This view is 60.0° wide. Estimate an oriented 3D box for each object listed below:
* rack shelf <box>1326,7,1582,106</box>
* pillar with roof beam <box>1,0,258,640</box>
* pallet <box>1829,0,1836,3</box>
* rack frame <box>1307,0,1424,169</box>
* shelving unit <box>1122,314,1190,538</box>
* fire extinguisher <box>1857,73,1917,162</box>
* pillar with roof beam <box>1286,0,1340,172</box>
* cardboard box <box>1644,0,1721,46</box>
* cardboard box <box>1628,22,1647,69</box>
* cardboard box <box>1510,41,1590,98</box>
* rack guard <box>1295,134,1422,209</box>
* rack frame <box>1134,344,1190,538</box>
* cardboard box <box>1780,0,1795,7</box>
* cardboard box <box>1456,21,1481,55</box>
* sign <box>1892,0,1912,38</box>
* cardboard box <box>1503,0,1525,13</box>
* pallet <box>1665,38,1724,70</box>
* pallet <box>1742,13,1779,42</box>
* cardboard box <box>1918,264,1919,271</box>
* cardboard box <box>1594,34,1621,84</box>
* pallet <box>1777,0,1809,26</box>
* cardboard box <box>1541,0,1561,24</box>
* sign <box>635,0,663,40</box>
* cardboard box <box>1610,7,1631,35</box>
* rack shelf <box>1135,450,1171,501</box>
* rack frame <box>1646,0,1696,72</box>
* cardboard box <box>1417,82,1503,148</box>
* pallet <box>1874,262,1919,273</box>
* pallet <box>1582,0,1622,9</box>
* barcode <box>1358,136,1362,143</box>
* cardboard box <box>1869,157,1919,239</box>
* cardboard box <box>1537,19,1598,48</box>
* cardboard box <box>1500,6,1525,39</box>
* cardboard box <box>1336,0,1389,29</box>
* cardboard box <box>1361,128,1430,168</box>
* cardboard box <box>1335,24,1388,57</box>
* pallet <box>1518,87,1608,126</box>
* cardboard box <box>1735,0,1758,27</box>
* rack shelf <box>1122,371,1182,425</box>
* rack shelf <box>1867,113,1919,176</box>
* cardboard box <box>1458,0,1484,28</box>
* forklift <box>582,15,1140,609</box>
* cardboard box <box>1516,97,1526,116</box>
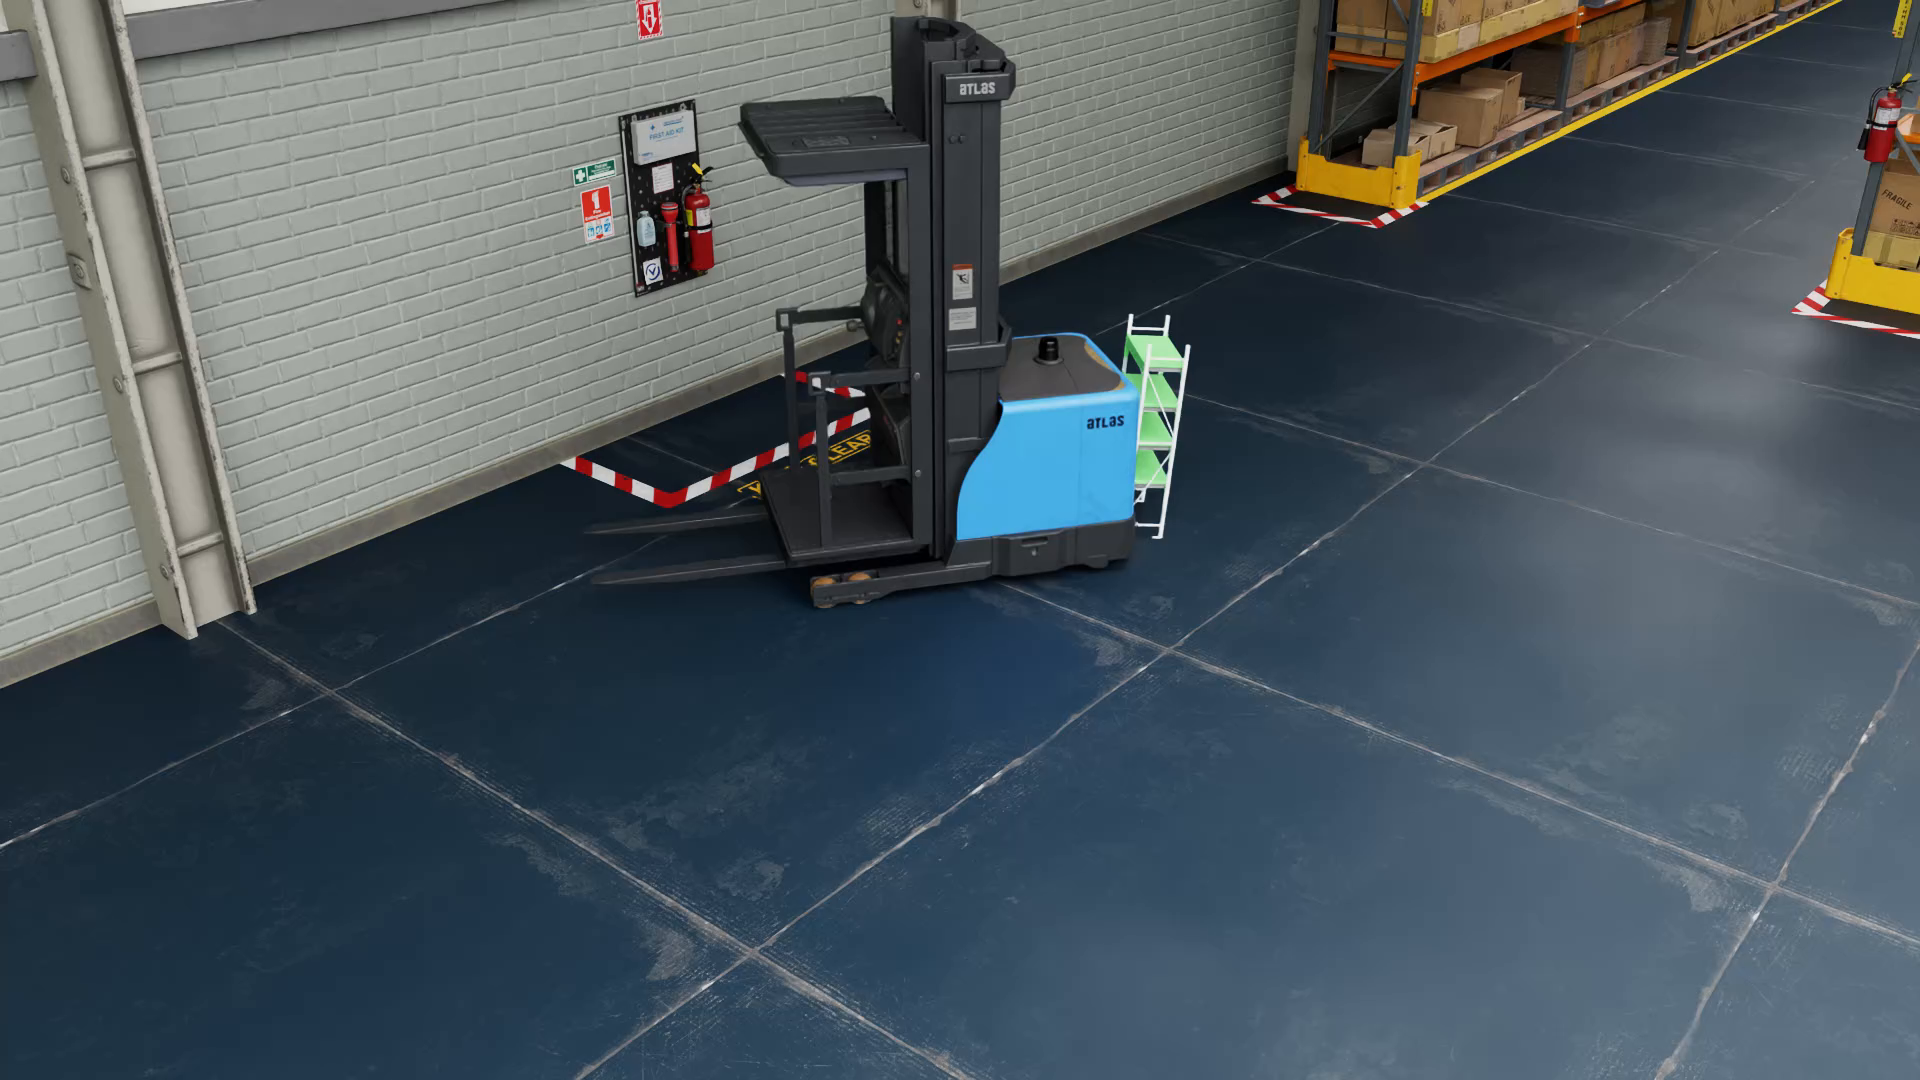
[{"bbox_3d":[5.081,-5.066,17.060,1.077,0.370,4.000,21,34,34],"label":"rack shelf"},{"bbox_3d":[-0.725,-2.329,4.458,9.100,9.000,0.400,21,34,34],"label":"pillar with roof beam"},{"bbox_3d":[13.537,-8.804,26.539,1.003,0.211,1.213,21,34,34],"label":"pallet"},{"bbox_3d":[3.809,-4.676,15.524,1.000,3.000,0.127,21,34,34],"label":"rack frame"},{"bbox_3d":[1.084,-0.659,9.699,0.258,1.200,0.503,1,27,-8],"label":"shelving unit"},{"bbox_3d":[7.200,-3.289,12.928,0.296,0.674,0.183,21,34,34],"label":"fire extinguisher"},{"bbox_3d":[6.908,-6.583,12.682,9.100,9.000,0.400,21,34,34],"label":"pillar with roof beam"},{"bbox_3d":[9.466,-6.967,21.835,0.750,0.750,0.750,20,34,34],"label":"cardboard box"},{"bbox_3d":[8.062,-6.178,20.670,0.700,0.500,0.500,21,34,34],"label":"cardboard box"},{"bbox_3d":[6.808,-5.445,19.253,0.700,0.500,0.500,22,35,36],"label":"cardboard box"},{"bbox_3d":[3.857,-3.593,16.151,1.175,0.500,0.348,21,34,34],"label":"rack guard"},{"bbox_3d":[1.113,-0.548,9.484,0.240,1.200,0.015,1,27,-8],"label":"rack frame"},{"bbox_3d":[11.996,-8.242,24.681,0.700,0.500,0.500,21,34,35],"label":"cardboard box"},{"bbox_3d":[4.683,-4.887,16.073,0.500,0.250,0.500,20,33,33],"label":"cardboard box"},{"bbox_3d":[7.224,-4.013,12.724,0.100,0.325,0.005,21,34,34],"label":"sign"},{"bbox_3d":[5.319,-5.573,16.584,0.500,0.500,0.500,22,35,36],"label":"cardboard box"},{"bbox_3d":[9.457,-6.531,22.146,1.003,0.211,1.213,21,34,34],"label":"pallet"},{"bbox_3d":[11.009,-7.397,23.818,1.003,0.211,1.213,21,34,34],"label":"pallet"},{"bbox_3d":[8.146,-2.320,13.506,0.500,0.250,0.500,21,34,34],"label":"cardboard box"},{"bbox_3d":[7.454,-5.812,19.962,0.700,0.500,0.500,21,34,35],"label":"cardboard box"},{"bbox_3d":[11.985,-7.939,24.866,1.003,0.211,1.213,21,34,34],"label":"pallet"},{"bbox_3d":[5.962,-5.606,17.463,0.500,0.250,0.500,21,34,35],"label":"cardboard box"},{"bbox_3d":[-1.913,-3.241,10.227,0.001,0.298,0.199,21,34,34],"label":"sign"},{"bbox_3d":[7.745,-6.293,20.075,0.500,0.250,0.500,21,34,34],"label":"cardboard box"},{"bbox_3d":[1.061,-0.389,9.836,0.258,0.148,0.480,1,27,-8],"label":"rack shelf"},{"bbox_3d":[8.897,-7.512,21.007,1.000,3.000,0.127,21,34,34],"label":"rack frame"},{"bbox_3d":[5.186,-4.428,17.286,0.700,0.500,0.500,18,33,31],"label":"cardboard box"},{"bbox_3d":[8.088,-2.275,13.917,1.003,0.211,1.213,21,34,34],"label":"pallet"},{"bbox_3d":[6.951,-6.238,18.752,1.003,0.211,1.213,21,34,34],"label":"pallet"},{"bbox_3d":[4.021,-4.024,16.701,0.001,0.075,0.075,21,34,34],"label":"barcode"},{"bbox_3d":[7.745,-2.805,13.627,0.500,0.500,0.500,21,34,34],"label":"cardboard box"},{"bbox_3d":[7.086,-5.935,19.384,0.500,0.250,0.500,20,33,33],"label":"cardboard box"},{"bbox_3d":[5.335,-5.244,16.764,0.500,0.250,0.500,21,34,35],"label":"cardboard box"},{"bbox_3d":[3.944,-5.181,15.825,0.500,0.500,0.500,20,34,34],"label":"cardboard box"},{"bbox_3d":[4.318,-3.896,16.465,0.500,0.311,0.500,17,32,29],"label":"cardboard box"},{"bbox_3d":[3.956,-4.841,15.984,0.500,0.250,0.500,21,34,35],"label":"cardboard box"},{"bbox_3d":[6.847,-5.132,19.441,1.003,0.211,1.213,21,34,34],"label":"pallet"},{"bbox_3d":[10.565,-7.578,23.016,0.750,0.750,0.750,22,35,36],"label":"cardboard box"},{"bbox_3d":[1.097,-0.816,9.619,0.258,0.148,0.480,1,27,-8],"label":"rack shelf"},{"bbox_3d":[8.906,-3.619,14.264,1.077,0.370,4.000,21,34,34],"label":"rack shelf"},{"bbox_3d":[4.666,-5.205,15.872,0.500,0.500,0.500,21,34,35],"label":"cardboard box"},{"bbox_3d":[-0.585,-1.198,8.875,3.031,2.935,1.130,-7,28,-13],"label":"forklift"},{"bbox_3d":[6.036,-4.833,18.432,0.380,0.166,0.250,16,31,28],"label":"cardboard box"}]
